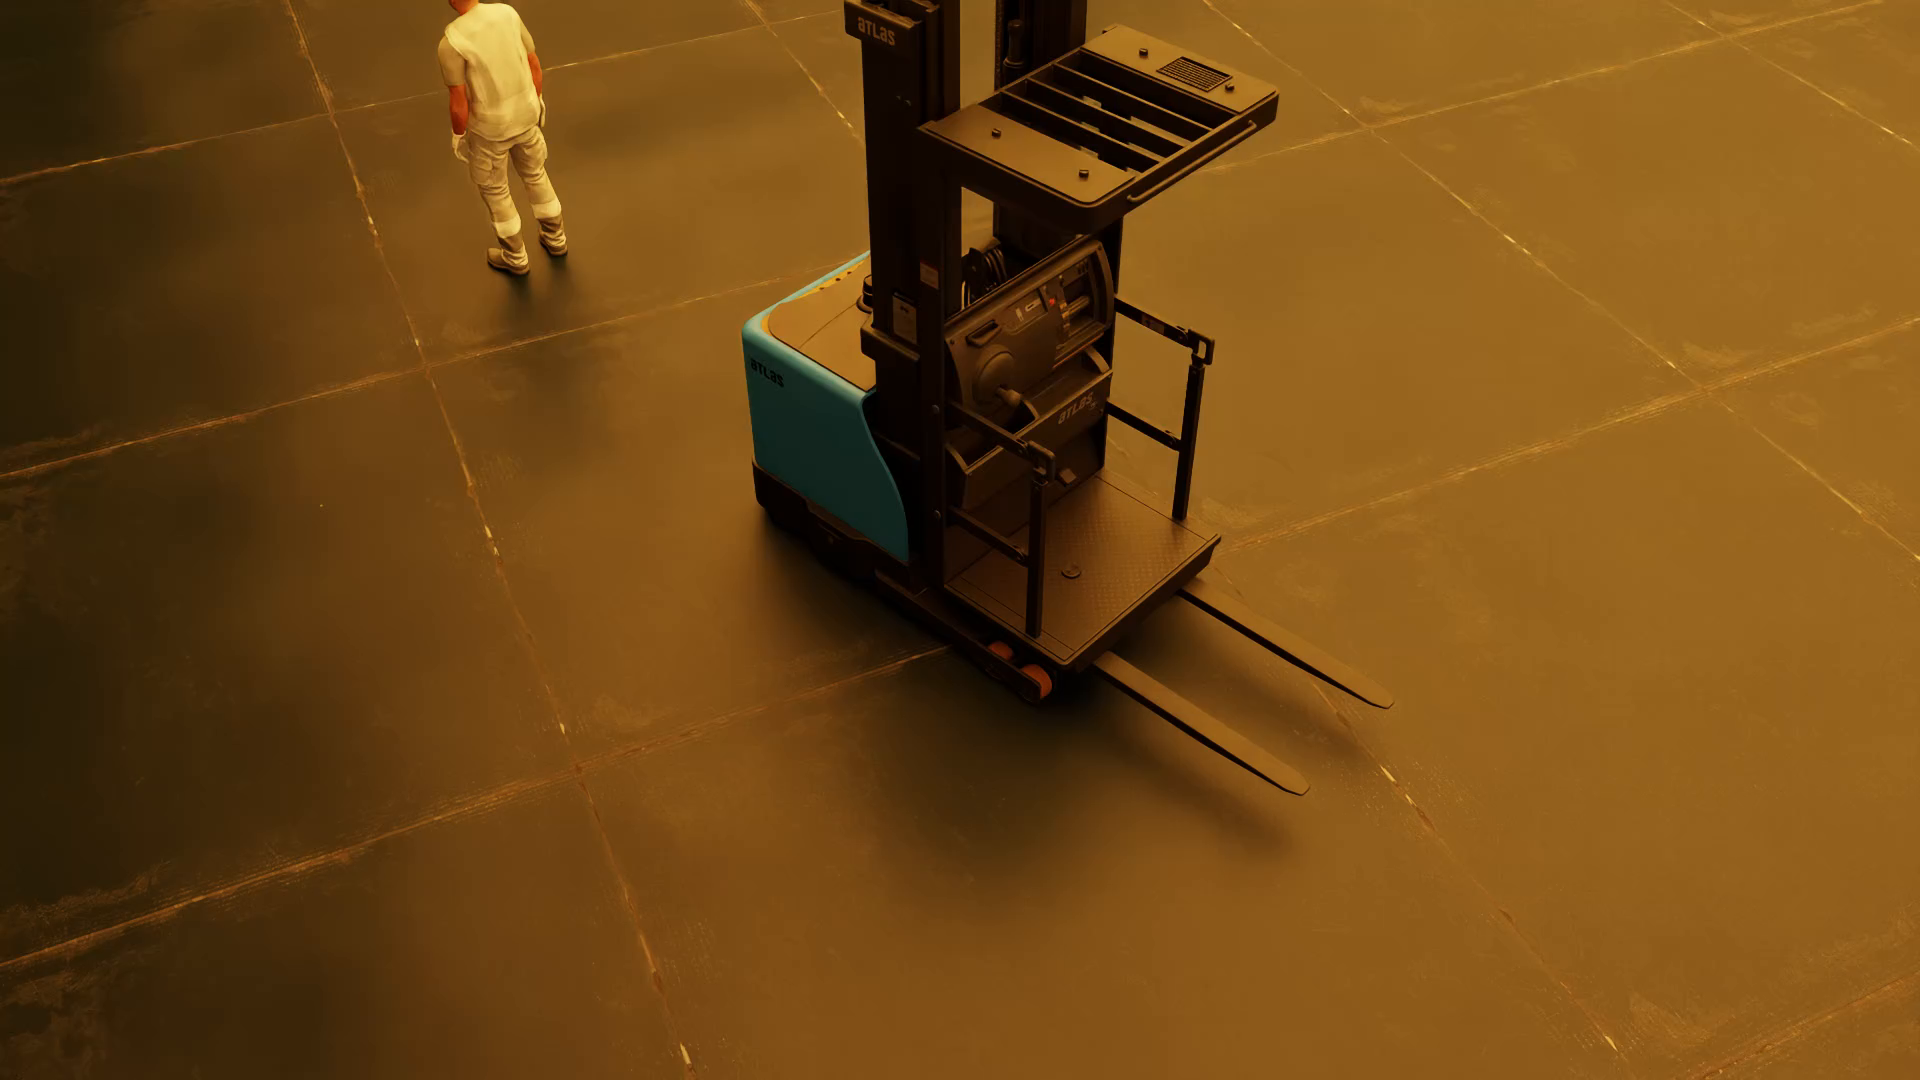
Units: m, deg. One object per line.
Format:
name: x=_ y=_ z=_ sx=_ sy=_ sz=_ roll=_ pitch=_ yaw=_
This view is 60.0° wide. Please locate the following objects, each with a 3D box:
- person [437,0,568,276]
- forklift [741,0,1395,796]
person: x=-2.486 y=-2.259 z=8.949 sx=0.451 sy=1.778 sz=0.611 roll=32 pitch=51 yaw=29
forklift: x=0.445 y=-0.788 z=6.525 sx=3.031 sy=2.935 sz=1.130 roll=32 pitch=52 yaw=30
